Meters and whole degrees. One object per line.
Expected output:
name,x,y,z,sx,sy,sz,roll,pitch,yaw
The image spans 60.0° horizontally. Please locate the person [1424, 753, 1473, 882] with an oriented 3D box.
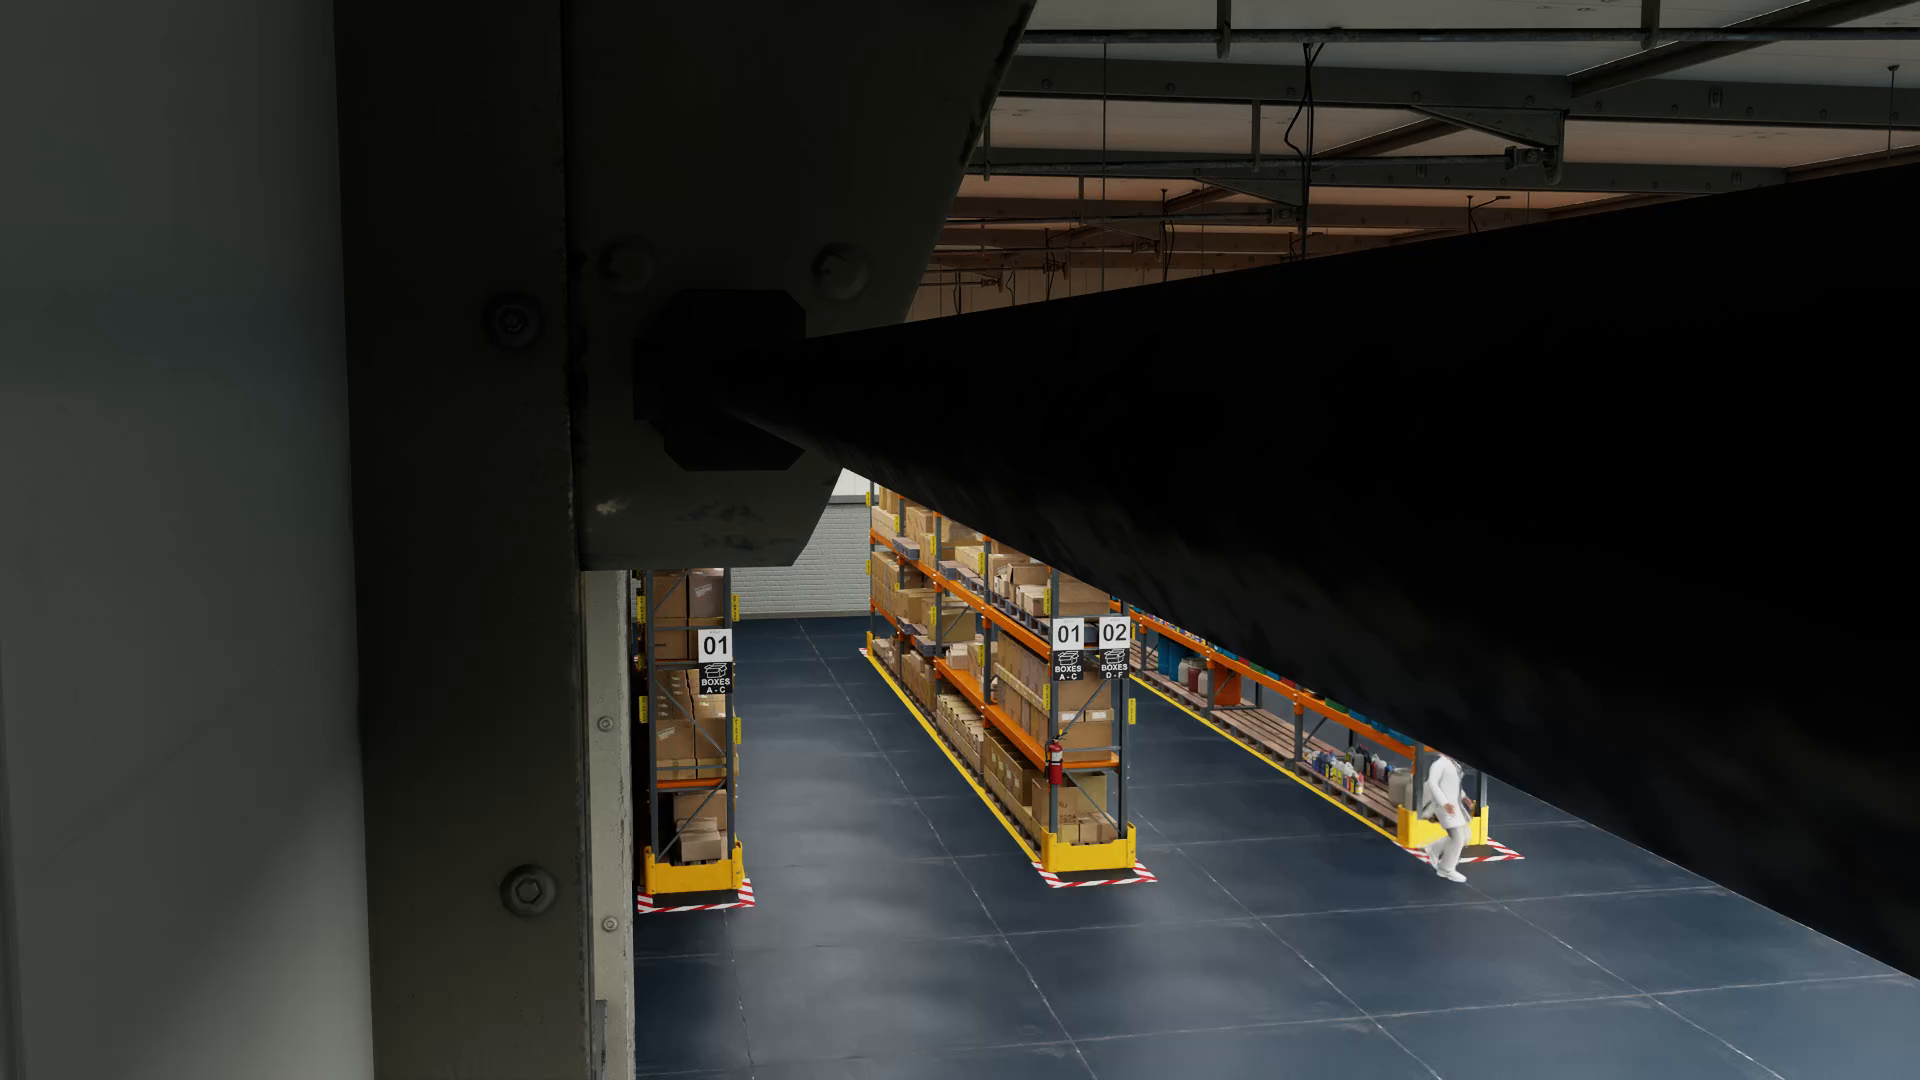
person,6.083,3.330,20.684,0.586,1.728,0.770,4,7,36
